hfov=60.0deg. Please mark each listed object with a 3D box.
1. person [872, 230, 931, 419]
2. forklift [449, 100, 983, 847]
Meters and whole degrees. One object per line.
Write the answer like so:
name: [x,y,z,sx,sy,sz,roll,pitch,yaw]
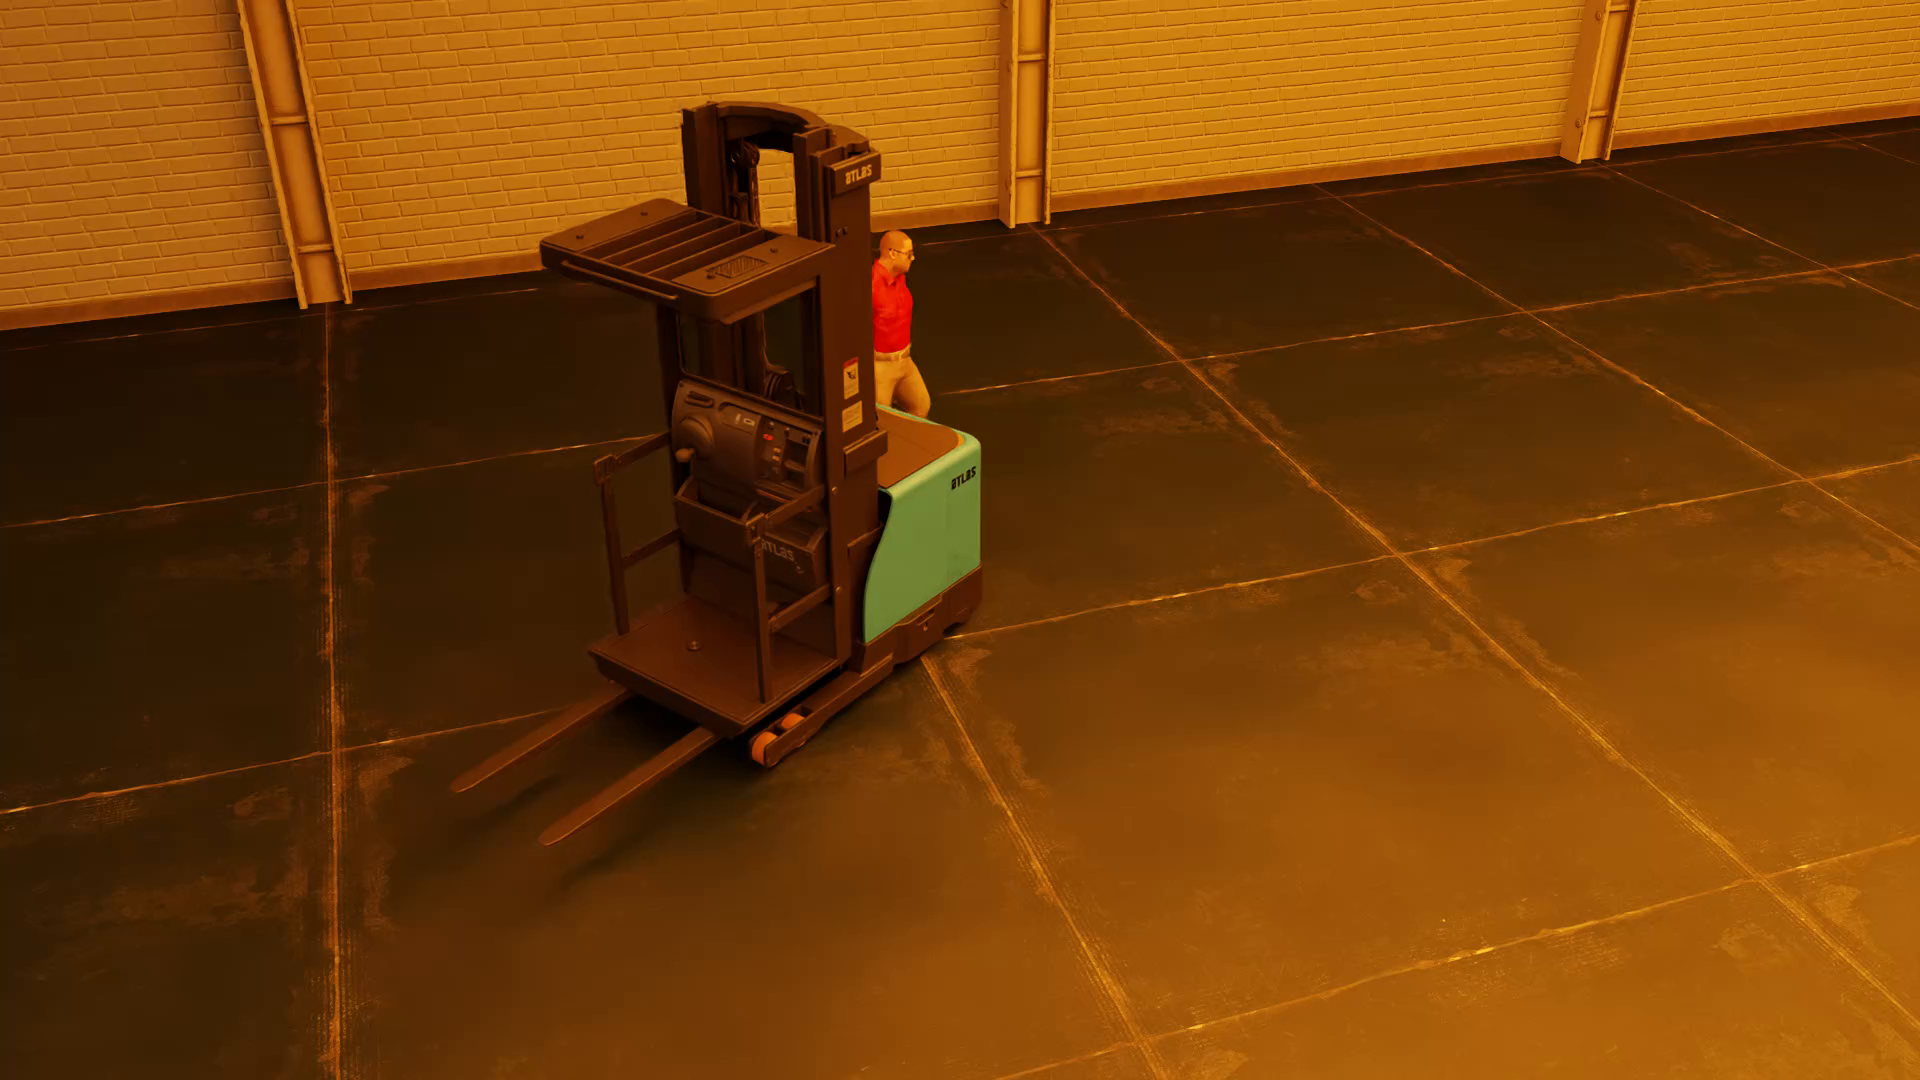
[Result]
person: [-0.517,-1.076,10.269,0.456,1.713,0.896,17,34,27]
forklift: [-1.162,-0.443,7.857,1.130,2.935,3.031,21,36,31]
